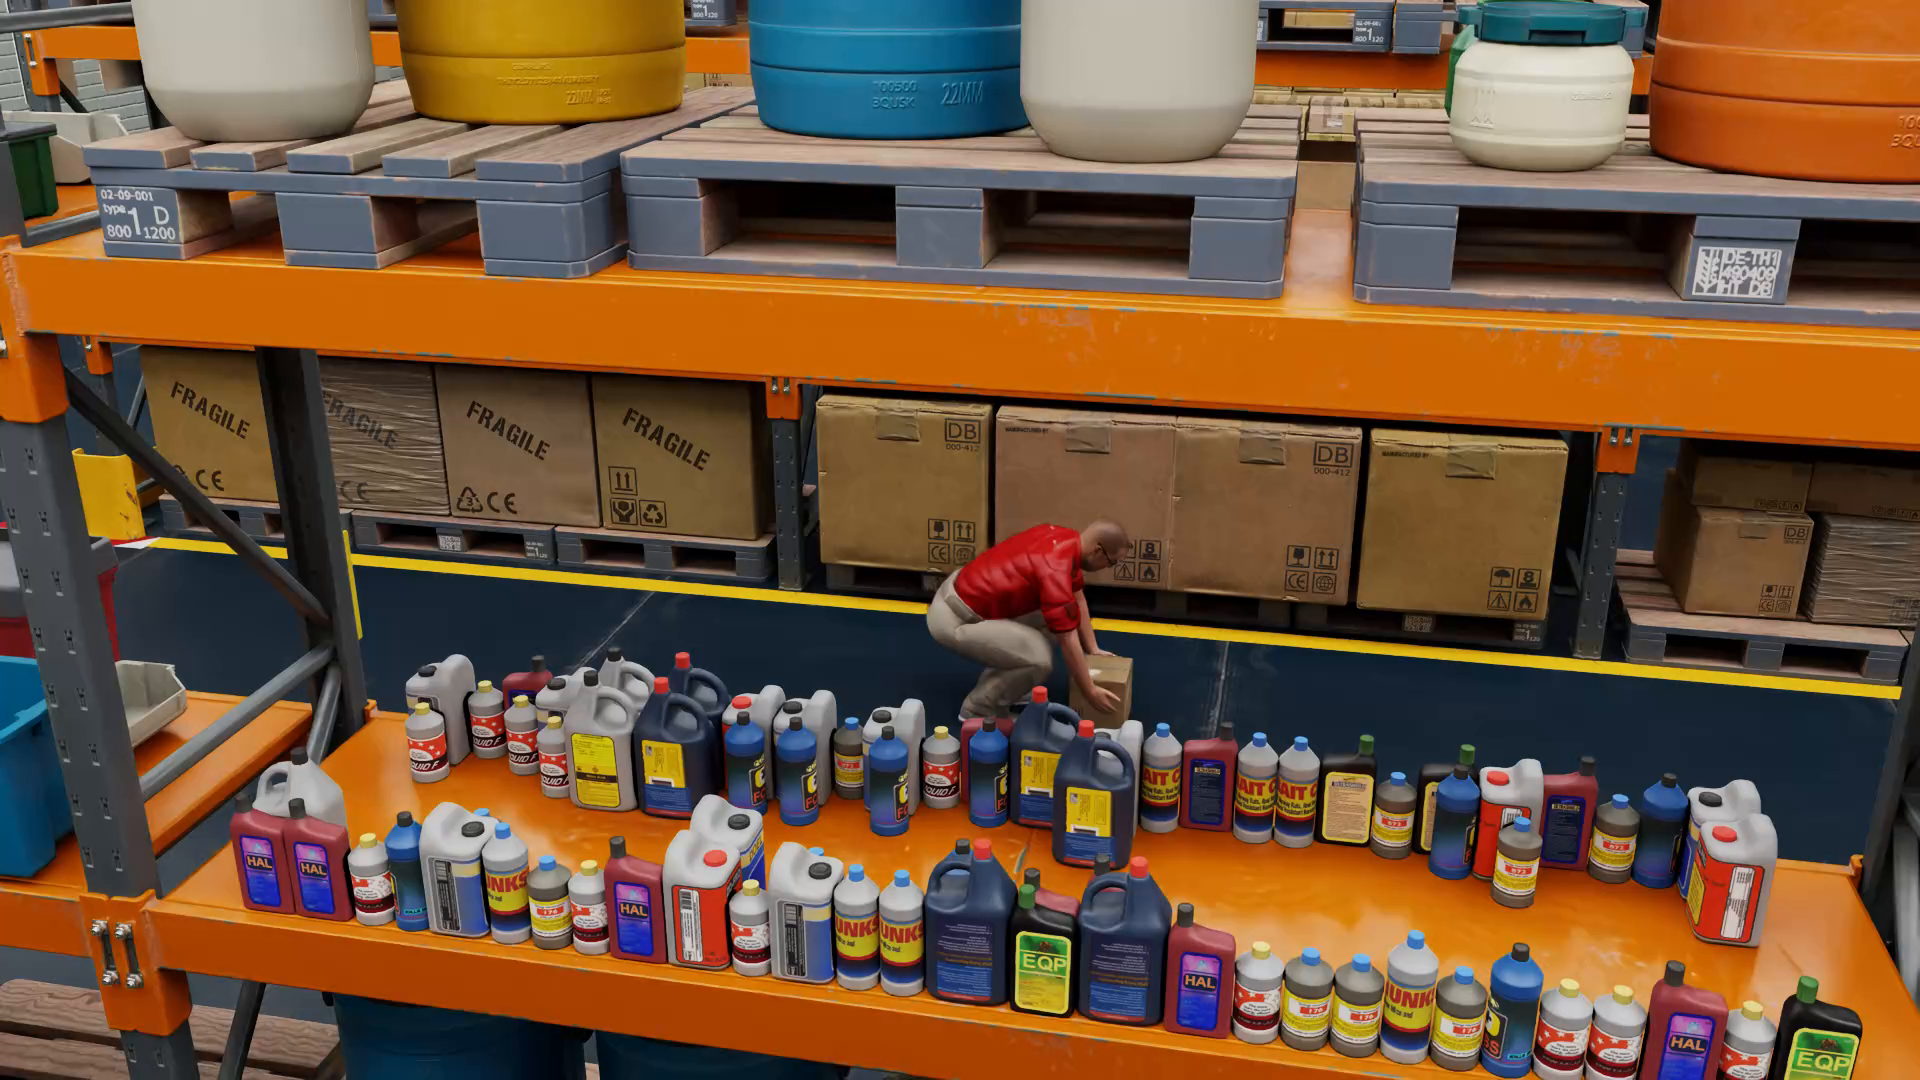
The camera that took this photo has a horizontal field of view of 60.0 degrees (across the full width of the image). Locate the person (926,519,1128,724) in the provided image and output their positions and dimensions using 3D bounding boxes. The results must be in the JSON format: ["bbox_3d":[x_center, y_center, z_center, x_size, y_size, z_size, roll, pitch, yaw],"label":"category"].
[{"bbox_3d":[0.298,0.342,7.338,0.865,0.930,0.566,4,22,9],"label":"person"}]
